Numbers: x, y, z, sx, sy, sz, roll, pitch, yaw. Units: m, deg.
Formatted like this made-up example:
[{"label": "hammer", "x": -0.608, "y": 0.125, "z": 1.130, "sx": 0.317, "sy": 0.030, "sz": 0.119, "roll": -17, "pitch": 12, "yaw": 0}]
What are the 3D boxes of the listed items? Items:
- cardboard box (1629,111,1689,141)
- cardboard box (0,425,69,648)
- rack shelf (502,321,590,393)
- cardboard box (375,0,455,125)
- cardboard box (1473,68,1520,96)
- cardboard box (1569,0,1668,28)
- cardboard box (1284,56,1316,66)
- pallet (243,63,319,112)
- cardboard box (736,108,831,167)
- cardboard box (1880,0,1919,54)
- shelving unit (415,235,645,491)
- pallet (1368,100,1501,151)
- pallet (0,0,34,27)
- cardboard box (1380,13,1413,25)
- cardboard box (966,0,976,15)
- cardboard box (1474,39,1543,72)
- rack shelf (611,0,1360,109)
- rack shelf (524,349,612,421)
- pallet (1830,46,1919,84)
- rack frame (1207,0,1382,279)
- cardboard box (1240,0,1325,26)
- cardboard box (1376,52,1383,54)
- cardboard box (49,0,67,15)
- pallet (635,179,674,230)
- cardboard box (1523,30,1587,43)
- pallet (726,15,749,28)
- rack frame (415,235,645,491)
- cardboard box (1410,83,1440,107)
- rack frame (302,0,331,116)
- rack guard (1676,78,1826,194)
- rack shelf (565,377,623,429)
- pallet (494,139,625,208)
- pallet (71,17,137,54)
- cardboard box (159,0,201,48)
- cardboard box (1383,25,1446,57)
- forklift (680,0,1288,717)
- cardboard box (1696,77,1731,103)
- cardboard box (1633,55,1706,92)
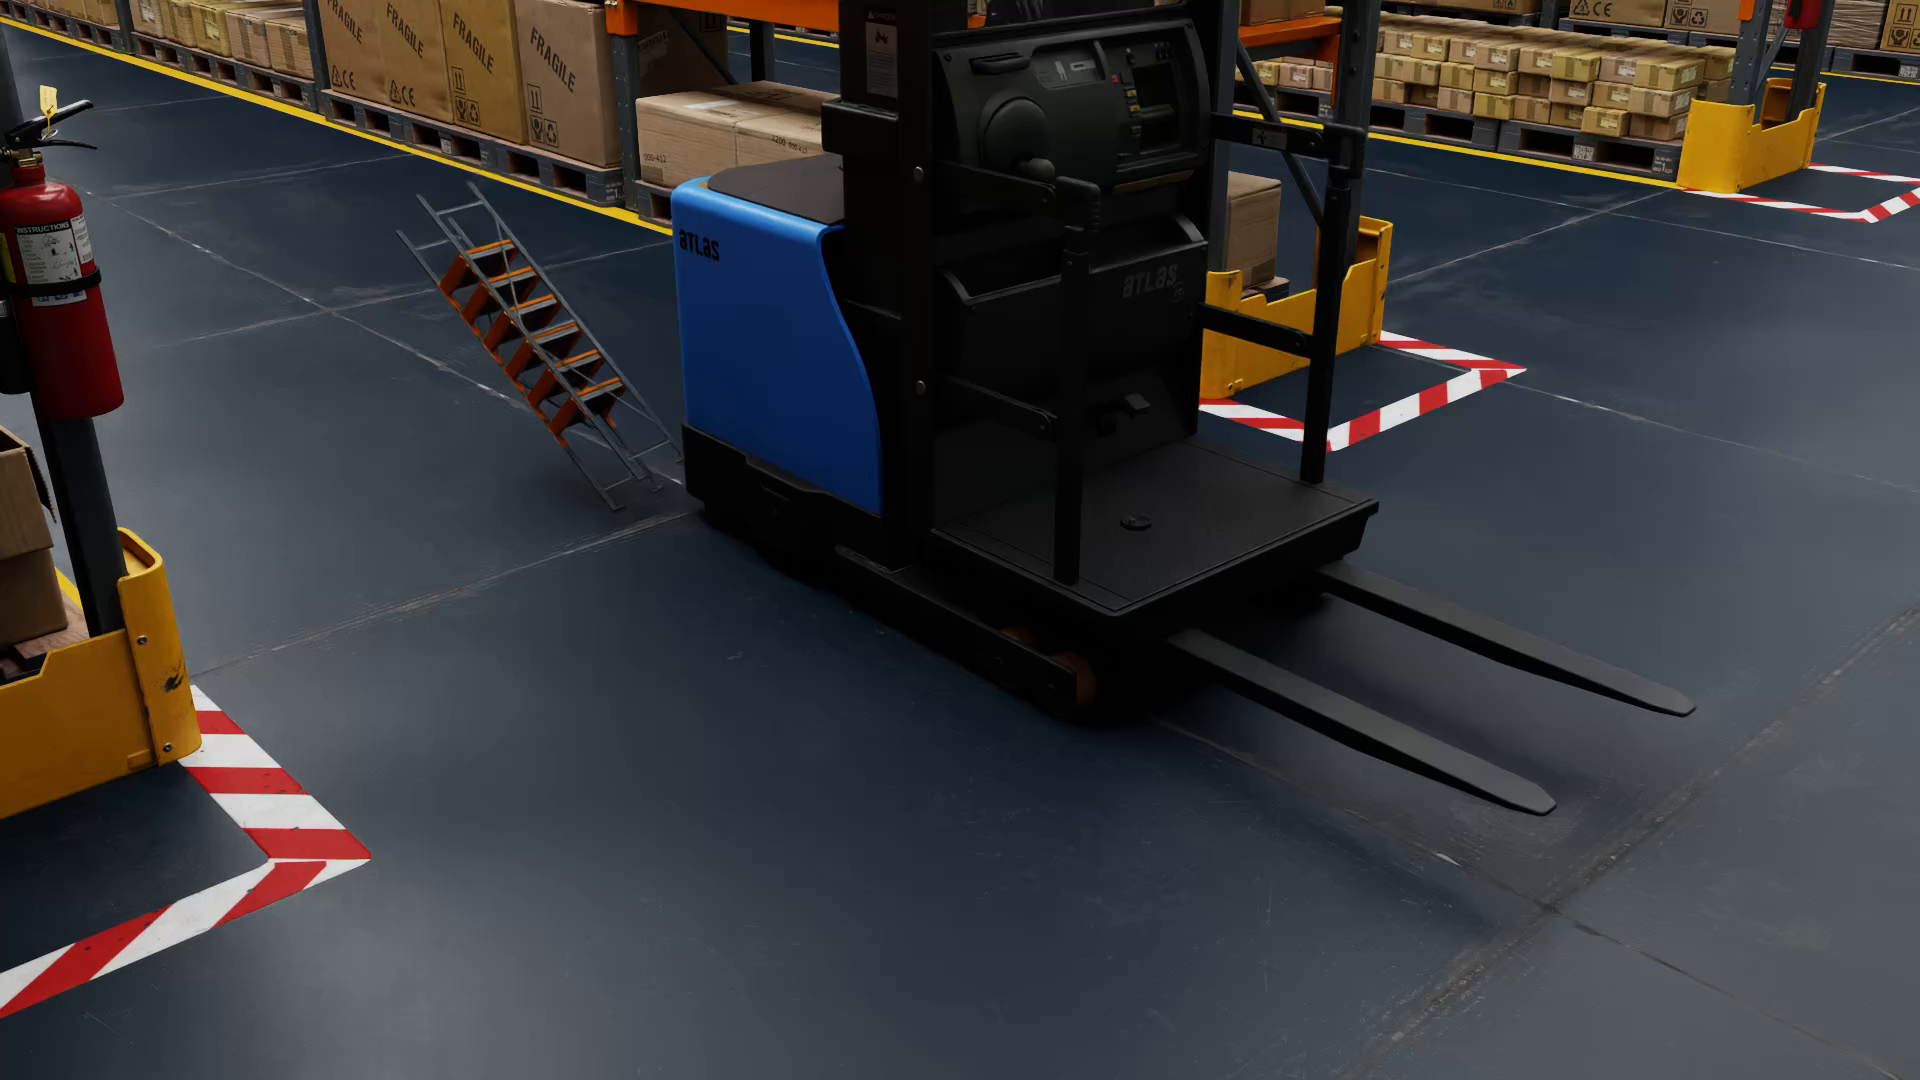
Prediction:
[{"label": "cardboard box", "x": 4.304, "y": -2.551, "z": 10.157, "sx": 0.380, "sy": 0.149, "sz": 0.250, "roll": -21, "pitch": 32, "yaw": -38}, {"label": "cardboard box", "x": -2.698, "y": 0.020, "z": 4.094, "sx": 0.637, "sy": 0.503, "sz": 0.797, "roll": 22, "pitch": 33, "yaw": 40}, {"label": "rack shelf", "x": -1.363, "y": -0.615, "z": 5.522, "sx": 0.103, "sy": 0.180, "sz": 0.258, "roll": 51, "pitch": 40, "yaw": 5}, {"label": "cardboard box", "x": -3.179, "y": -3.266, "z": 10.848, "sx": 0.875, "sy": 0.875, "sz": 0.875, "roll": -21, "pitch": 32, "yaw": -38}, {"label": "cardboard box", "x": 3.527, "y": -2.975, "z": 10.728, "sx": 0.380, "sy": 0.149, "sz": 0.250, "roll": -21, "pitch": 32, "yaw": -38}, {"label": "cardboard box", "x": 6.164, "y": -5.147, "z": 14.972, "sx": 0.875, "sy": 0.875, "sz": 0.875, "roll": -21, "pitch": 32, "yaw": -38}, {"label": "cardboard box", "x": 2.527, "y": -3.482, "z": 11.840, "sx": 0.380, "sy": 0.149, "sz": 0.250, "roll": -21, "pitch": 32, "yaw": -39}, {"label": "pallet", "x": -4.730, "y": -3.514, "z": 12.699, "sx": 1.003, "sy": 0.211, "sz": 1.213, "roll": -21, "pitch": 32, "yaw": -38}, {"label": "cardboard box", "x": -0.500, "y": -1.867, "z": 8.310, "sx": 0.875, "sy": 0.438, "sz": 0.875, "roll": -22, "pitch": 33, "yaw": -40}, {"label": "cardboard box", "x": 8.009, "y": -4.329, "z": 13.179, "sx": 0.875, "sy": 0.875, "sz": 0.875, "roll": -21, "pitch": 32, "yaw": -38}, {"label": "shelving unit", "x": -1.392, "y": -0.649, "z": 5.526, "sx": 1.046, "sy": 0.183, "sz": 0.258, "roll": 51, "pitch": 40, "yaw": 5}, {"label": "pallet", "x": 3.405, "y": -2.937, "z": 11.433, "sx": 1.003, "sy": 0.211, "sz": 1.213, "roll": -21, "pitch": 32, "yaw": -38}, {"label": "pallet", "x": -9.083, "y": -5.421, "z": 16.880, "sx": 1.003, "sy": 0.211, "sz": 1.213, "roll": -21, "pitch": 32, "yaw": -38}, {"label": "cardboard box", "x": 3.014, "y": -3.659, "z": 11.869, "sx": 0.380, "sy": 0.149, "sz": 0.250, "roll": -20, "pitch": 31, "yaw": -37}, {"label": "cardboard box", "x": 0.058, "y": -2.548, "z": 7.100, "sx": 0.500, "sy": 0.500, "sz": 0.500, "roll": -20, "pitch": 31, "yaw": -37}, {"label": "cardboard box", "x": 3.514, "y": -3.107, "z": 10.658, "sx": 0.380, "sy": 0.149, "sz": 0.250, "roll": -20, "pitch": 31, "yaw": -37}, {"label": "rack shelf", "x": -0.096, "y": -2.400, "z": 7.765, "sx": 1.077, "sy": 0.370, "sz": 4.000, "roll": -21, "pitch": 32, "yaw": -38}, {"label": "rack shelf", "x": -1.288, "y": -0.522, "z": 5.512, "sx": 0.103, "sy": 0.180, "sz": 0.258, "roll": 51, "pitch": 40, "yaw": 5}, {"label": "pallet", "x": 7.902, "y": -3.884, "z": 13.511, "sx": 1.003, "sy": 0.211, "sz": 1.213, "roll": -21, "pitch": 32, "yaw": -38}, {"label": "rack frame", "x": 1.271, "y": -2.122, "z": 6.287, "sx": 1.000, "sy": 3.000, "sz": 0.127, "roll": -21, "pitch": 32, "yaw": -38}, {"label": "cardboard box", "x": 1.153, "y": -2.394, "z": 6.764, "sx": 0.500, "sy": 0.500, "sz": 0.500, "roll": -22, "pitch": 32, "yaw": -39}, {"label": "cardboard box", "x": 2.880, "y": -3.310, "z": 11.462, "sx": 0.380, "sy": 0.149, "sz": 0.250, "roll": -19, "pitch": 31, "yaw": -36}, {"label": "cardboard box", "x": -8.246, "y": -5.114, "z": 15.653, "sx": 0.500, "sy": 0.250, "sz": 0.500, "roll": -21, "pitch": 32, "yaw": -38}, {"label": "pallet", "x": -1.000, "y": -1.812, "z": 8.969, "sx": 1.003, "sy": 0.211, "sz": 1.213, "roll": -21, "pitch": 32, "yaw": -38}, {"label": "cardboard box", "x": 3.938, "y": -3.277, "z": 11.031, "sx": 0.380, "sy": 0.149, "sz": 0.250, "roll": -20, "pitch": 31, "yaw": -37}, {"label": "pallet", "x": -1.966, "y": -5.341, "z": 16.704, "sx": 1.003, "sy": 0.211, "sz": 1.213, "roll": -21, "pitch": 32, "yaw": -38}, {"label": "rack frame", "x": -1.443, "y": -0.602, "z": 5.583, "sx": 1.046, "sy": 0.002, "sz": 0.228, "roll": 51, "pitch": 40, "yaw": 5}, {"label": "cardboard box", "x": 3.248, "y": -3.022, "z": 11.188, "sx": 0.380, "sy": 0.149, "sz": 0.250, "roll": -20, "pitch": 31, "yaw": -37}, {"label": "rack frame", "x": -4.197, "y": -4.546, "z": 11.600, "sx": 1.000, "sy": 3.000, "sz": 0.127, "roll": -21, "pitch": 32, "yaw": -38}, {"label": "rack guard", "x": 4.764, "y": -2.442, "z": 10.002, "sx": 1.175, "sy": 0.500, "sz": 0.348, "roll": -21, "pitch": 32, "yaw": -38}, {"label": "rack shelf", "x": -1.231, "y": -0.450, "z": 5.505, "sx": 0.034, "sy": 0.171, "sz": 0.221, "roll": 51, "pitch": 40, "yaw": 5}, {"label": "pallet", "x": -2.045, "y": -2.277, "z": 9.988, "sx": 1.003, "sy": 0.211, "sz": 1.213, "roll": -21, "pitch": 32, "yaw": -38}, {"label": "pallet", "x": -7.415, "y": -4.682, "z": 15.259, "sx": 1.003, "sy": 0.211, "sz": 1.213, "roll": -21, "pitch": 32, "yaw": -38}, {"label": "cardboard box", "x": -3.641, "y": -4.001, "z": 10.816, "sx": 0.950, "sy": 2.239, "sz": 8.285, "roll": -19, "pitch": 31, "yaw": -35}, {"label": "cardboard box", "x": 3.075, "y": -3.375, "z": 11.247, "sx": 0.250, "sy": 0.149, "sz": 0.380, "roll": 22, "pitch": 33, "yaw": 40}, {"label": "forklift", "x": 7.083, "y": -9.309, "z": 14.814, "sx": 28.412, "sy": 9.000, "sz": 11.581, "roll": -20, "pitch": 31, "yaw": -37}, {"label": "cardboard box", "x": 4.645, "y": -2.818, "z": 10.383, "sx": 0.380, "sy": 0.149, "sz": 0.250, "roll": -20, "pitch": 31, "yaw": -36}, {"label": "cardboard box", "x": 4.269, "y": -2.810, "z": 10.007, "sx": 0.380, "sy": 0.149, "sz": 0.250, "roll": -21, "pitch": 32, "yaw": -38}]
